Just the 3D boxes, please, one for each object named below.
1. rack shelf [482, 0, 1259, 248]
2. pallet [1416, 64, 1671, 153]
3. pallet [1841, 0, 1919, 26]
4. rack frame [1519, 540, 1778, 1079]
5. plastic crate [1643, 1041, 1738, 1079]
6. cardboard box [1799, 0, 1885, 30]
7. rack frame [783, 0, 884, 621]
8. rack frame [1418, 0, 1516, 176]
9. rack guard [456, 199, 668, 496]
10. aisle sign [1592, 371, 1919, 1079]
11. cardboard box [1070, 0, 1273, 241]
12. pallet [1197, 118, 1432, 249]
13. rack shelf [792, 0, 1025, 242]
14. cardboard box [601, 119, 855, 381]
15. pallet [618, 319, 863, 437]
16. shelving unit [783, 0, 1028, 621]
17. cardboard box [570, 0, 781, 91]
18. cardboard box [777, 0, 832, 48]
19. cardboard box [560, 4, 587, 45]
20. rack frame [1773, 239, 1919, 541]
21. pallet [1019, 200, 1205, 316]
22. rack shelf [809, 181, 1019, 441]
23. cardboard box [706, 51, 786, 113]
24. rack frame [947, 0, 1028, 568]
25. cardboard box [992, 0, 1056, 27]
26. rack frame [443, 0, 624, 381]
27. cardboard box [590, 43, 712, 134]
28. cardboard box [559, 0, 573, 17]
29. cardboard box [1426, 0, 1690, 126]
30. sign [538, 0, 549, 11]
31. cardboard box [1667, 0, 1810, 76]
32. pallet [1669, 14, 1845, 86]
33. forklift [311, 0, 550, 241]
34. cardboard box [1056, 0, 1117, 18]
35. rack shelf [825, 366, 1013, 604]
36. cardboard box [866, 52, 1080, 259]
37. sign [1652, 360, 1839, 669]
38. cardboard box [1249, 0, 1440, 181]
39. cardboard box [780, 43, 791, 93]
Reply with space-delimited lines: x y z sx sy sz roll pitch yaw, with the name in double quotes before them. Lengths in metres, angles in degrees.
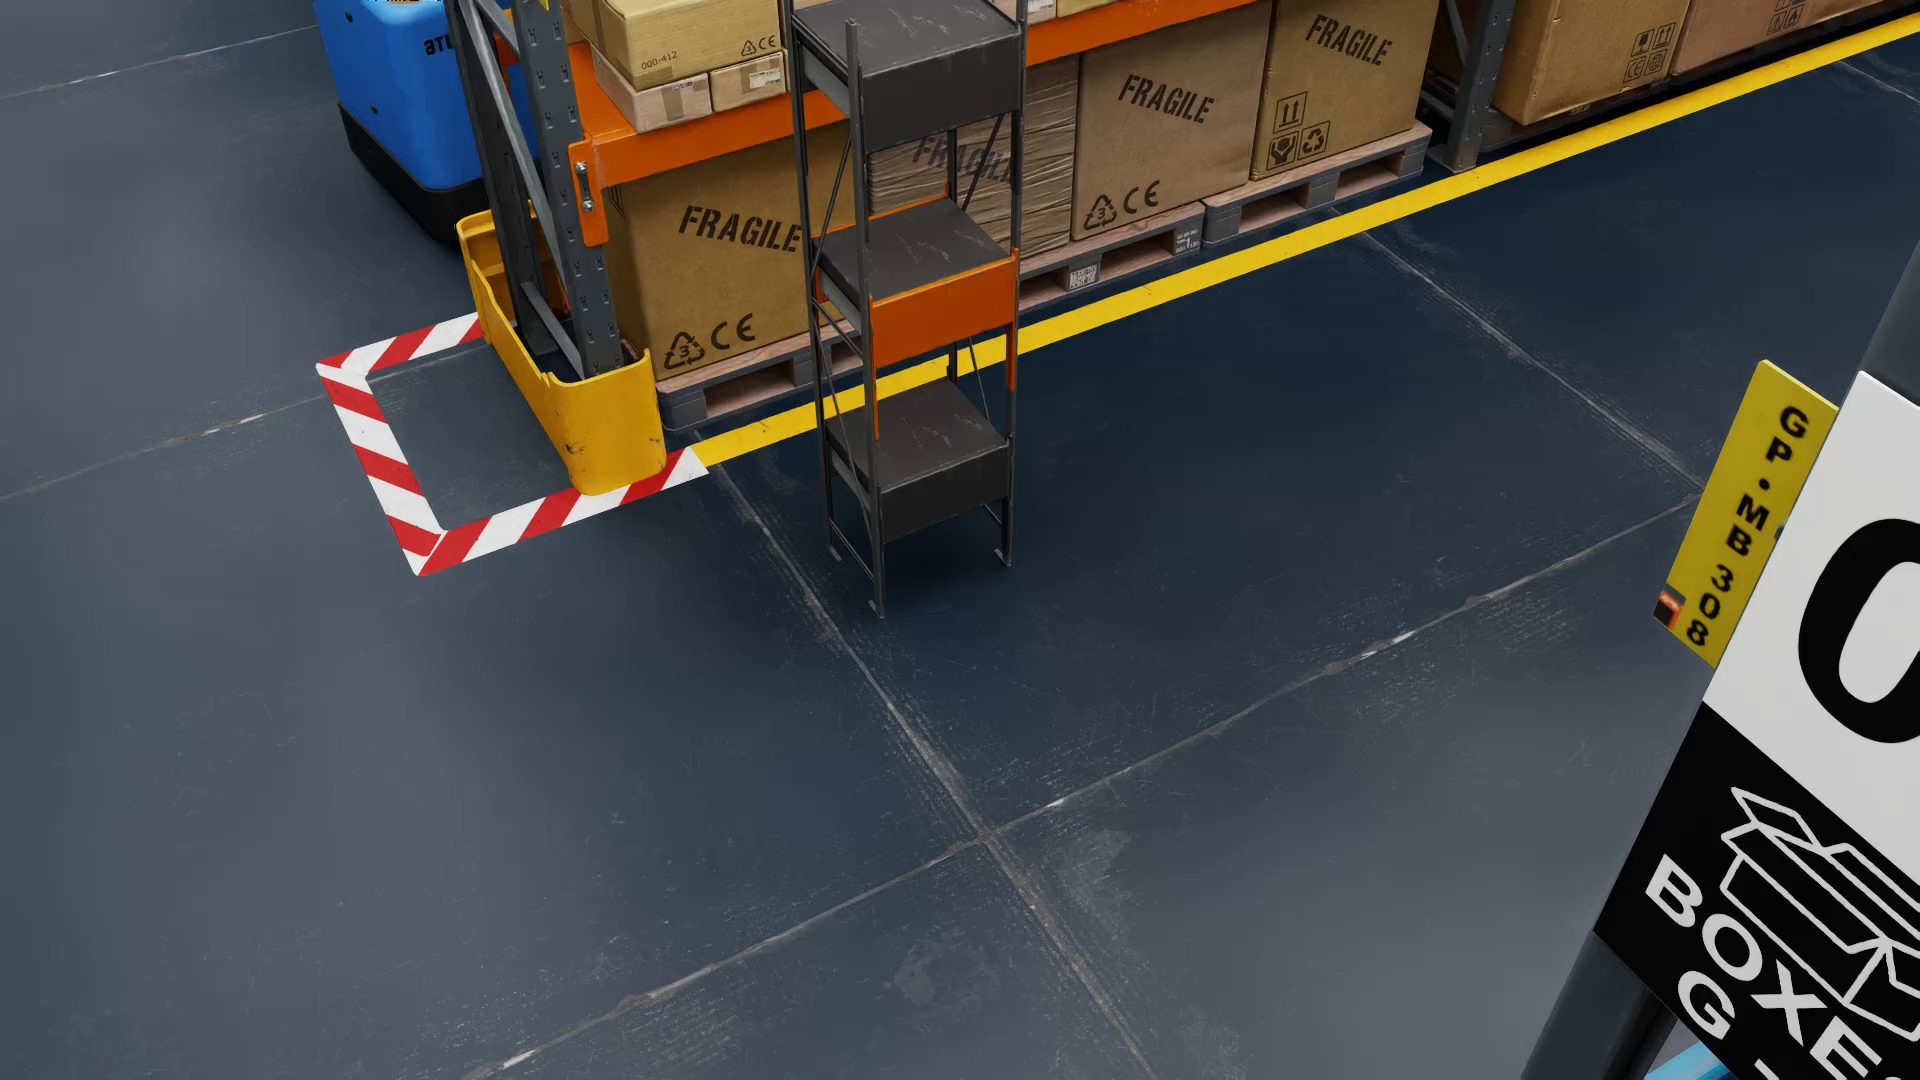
"rack shelf" 0.277 -2.072 6.248 4.000 0.370 1.077 -22 48 -21
"pallet" 2.643 -2.337 8.006 1.213 0.211 1.003 -22 48 -21
"pallet" 4.759 -3.183 8.879 1.213 0.211 1.003 -22 48 -21
"rack frame" 1.011 1.354 2.201 0.127 3.000 1.000 -22 48 -21
"plastic crate" 1.208 1.091 2.403 0.499 0.435 0.616 -22 48 -21
"cardboard box" 4.094 -3.269 8.189 0.875 0.875 1.225 -22 48 -21
"rack frame" -0.355 -0.611 4.872 0.015 2.100 0.400 -22 48 -21
"rack frame" 2.011 -3.024 6.713 0.127 3.000 1.000 -22 48 -21
"rack guard" -1.478 -0.731 6.144 0.348 0.500 1.175 -22 48 -21
"aisle sign" 0.802 0.269 1.452 0.004 0.787 0.394 -22 48 -21
"cardboard box" 0.619 -1.920 6.798 0.875 0.875 0.875 -22 48 -21
"pallet" 1.313 -1.807 7.461 1.213 0.211 1.003 -22 48 -21
"rack shelf" -0.144 -1.189 4.482 0.480 0.518 0.431 -22 48 -21
"cardboard box" -0.942 -1.295 6.155 0.875 0.875 0.875 -22 48 -21
"pallet" -0.803 -0.961 6.588 1.213 0.211 1.003 -22 48 -21
"shelving unit" -0.144 -0.696 4.960 0.503 2.100 0.431 -22 48 -21
"cardboard box" -0.906 -1.693 5.235 0.500 0.250 0.500 -23 49 -22
"cardboard box" -0.459 -1.877 5.425 0.500 0.250 0.500 -22 48 -21
"cardboard box" -1.312 -1.869 5.702 0.250 0.149 0.380 -21 48 -20
"rack frame" 1.011 -0.799 0.111 0.127 3.000 1.000 -22 48 -21
"pallet" 0.254 -1.381 7.021 1.213 0.211 1.003 -22 48 -21
"rack shelf" -0.144 -0.686 4.969 0.480 0.518 0.431 -22 48 -21
"cardboard box" -0.763 -1.560 5.384 0.250 0.149 0.380 -22 48 -22
"rack frame" 0.068 -0.781 5.047 0.015 2.100 0.400 -22 48 -21
"cardboard box" 0.129 -1.918 5.753 0.250 0.149 0.380 -22 48 -21
"rack frame" -1.457 -1.637 5.283 0.127 3.000 1.000 -22 48 -21
"cardboard box" -0.985 -1.470 5.292 0.250 0.149 0.380 -21 48 -21
"cardboard box" -1.169 -2.018 5.570 0.500 0.250 0.500 -23 48 -22
"cardboard box" 2.556 -2.647 7.548 0.875 0.875 1.225 -22 48 -21
"sign" -1.186 -1.638 4.606 0.005 0.325 0.100 -22 48 -21
"cardboard box" 3.331 -2.957 7.867 0.875 0.875 1.225 -23 49 -22
"pallet" 3.702 -2.763 8.445 1.213 0.211 1.003 -22 48 -21
"forklift" -1.260 -3.146 6.888 3.031 2.935 1.130 -28 51 -26
"cardboard box" 0.348 -2.005 5.842 0.250 0.149 0.380 -23 49 -22
"rack shelf" -0.144 -0.184 5.457 0.480 0.518 0.431 -22 48 -21
"cardboard box" -0.153 -1.611 6.480 0.875 0.875 0.875 -22 48 -21
"sign" 0.722 -0.011 1.529 0.005 0.325 0.100 -22 48 -21
"cardboard box" 1.399 -2.232 7.120 0.875 0.875 0.875 -22 48 -21
"cardboard box" -0.541 -1.649 5.476 0.250 0.149 0.380 -23 49 -22
